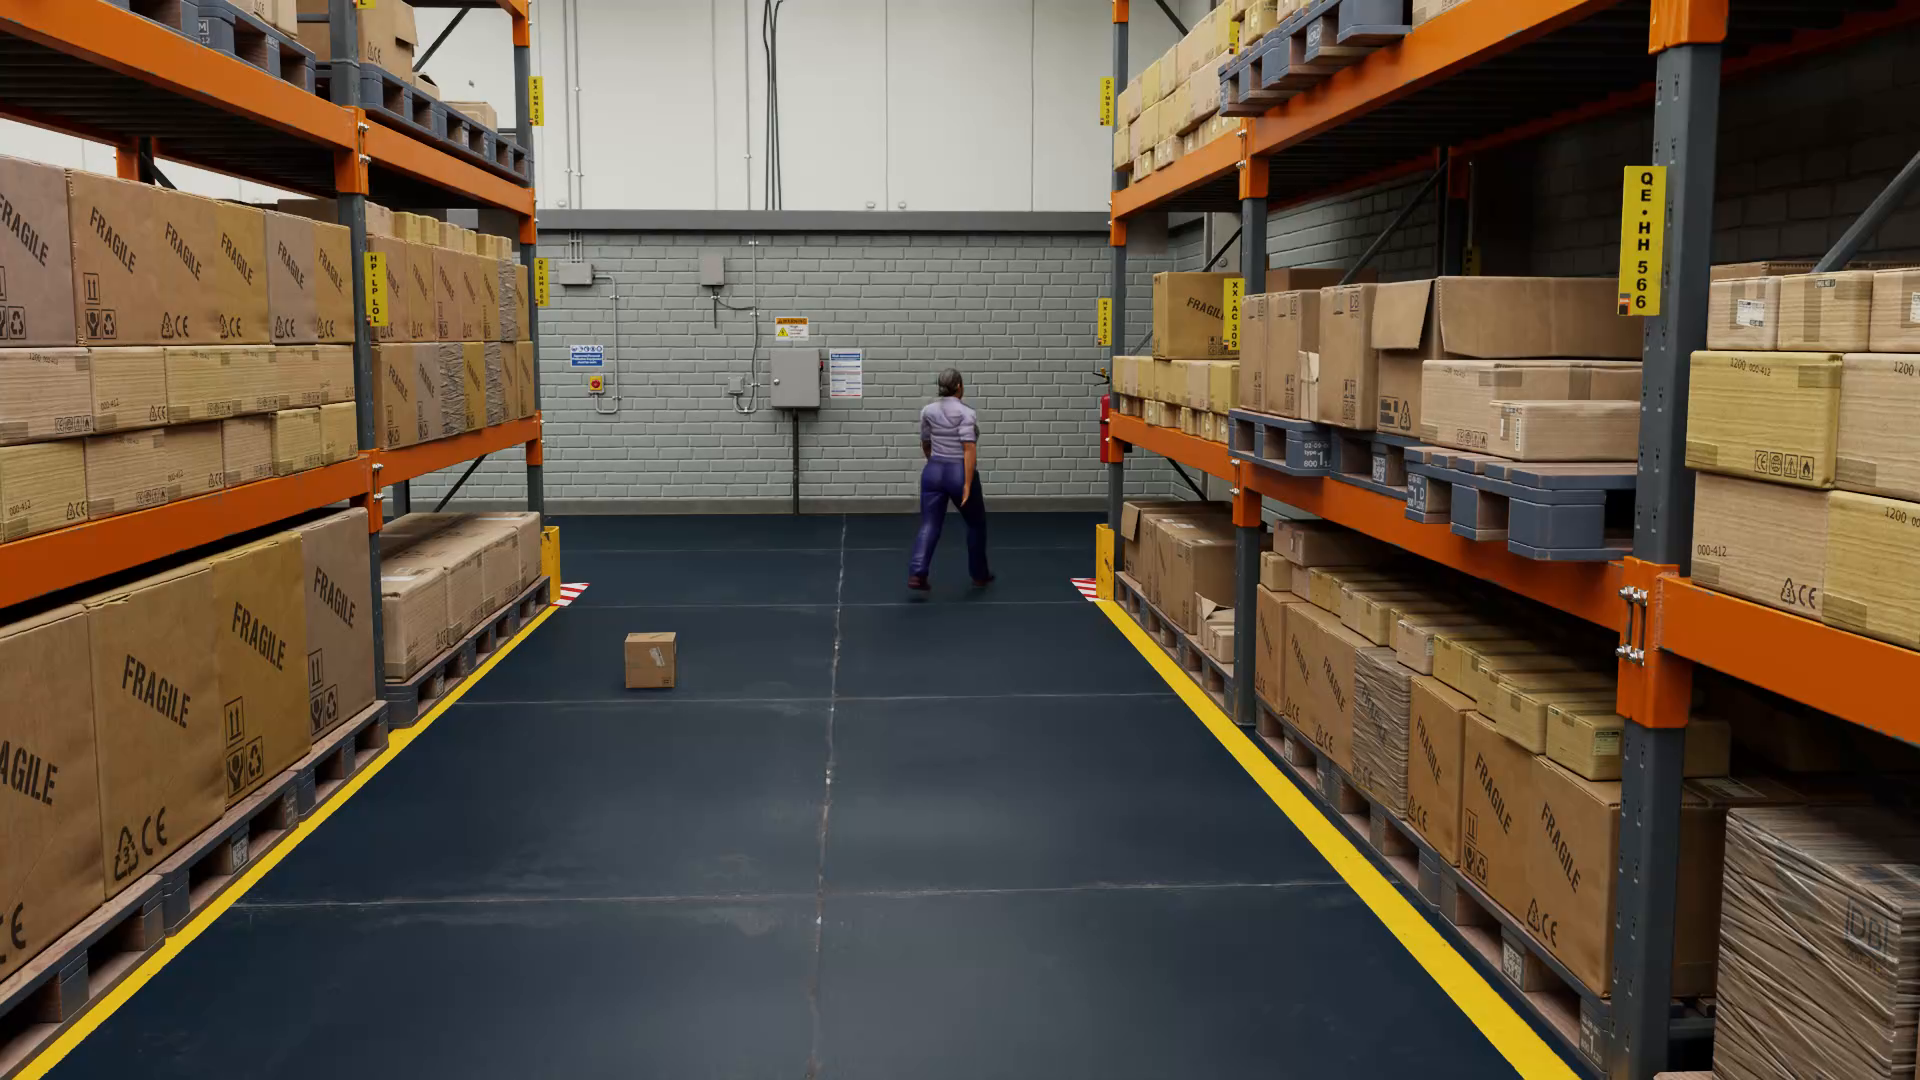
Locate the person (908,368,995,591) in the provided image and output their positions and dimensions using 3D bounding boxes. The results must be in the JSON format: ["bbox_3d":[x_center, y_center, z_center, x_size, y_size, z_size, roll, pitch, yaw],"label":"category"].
[{"bbox_3d":[-0.061,-0.430,11.861,0.482,1.587,1.043,3,7,21],"label":"person"}]
